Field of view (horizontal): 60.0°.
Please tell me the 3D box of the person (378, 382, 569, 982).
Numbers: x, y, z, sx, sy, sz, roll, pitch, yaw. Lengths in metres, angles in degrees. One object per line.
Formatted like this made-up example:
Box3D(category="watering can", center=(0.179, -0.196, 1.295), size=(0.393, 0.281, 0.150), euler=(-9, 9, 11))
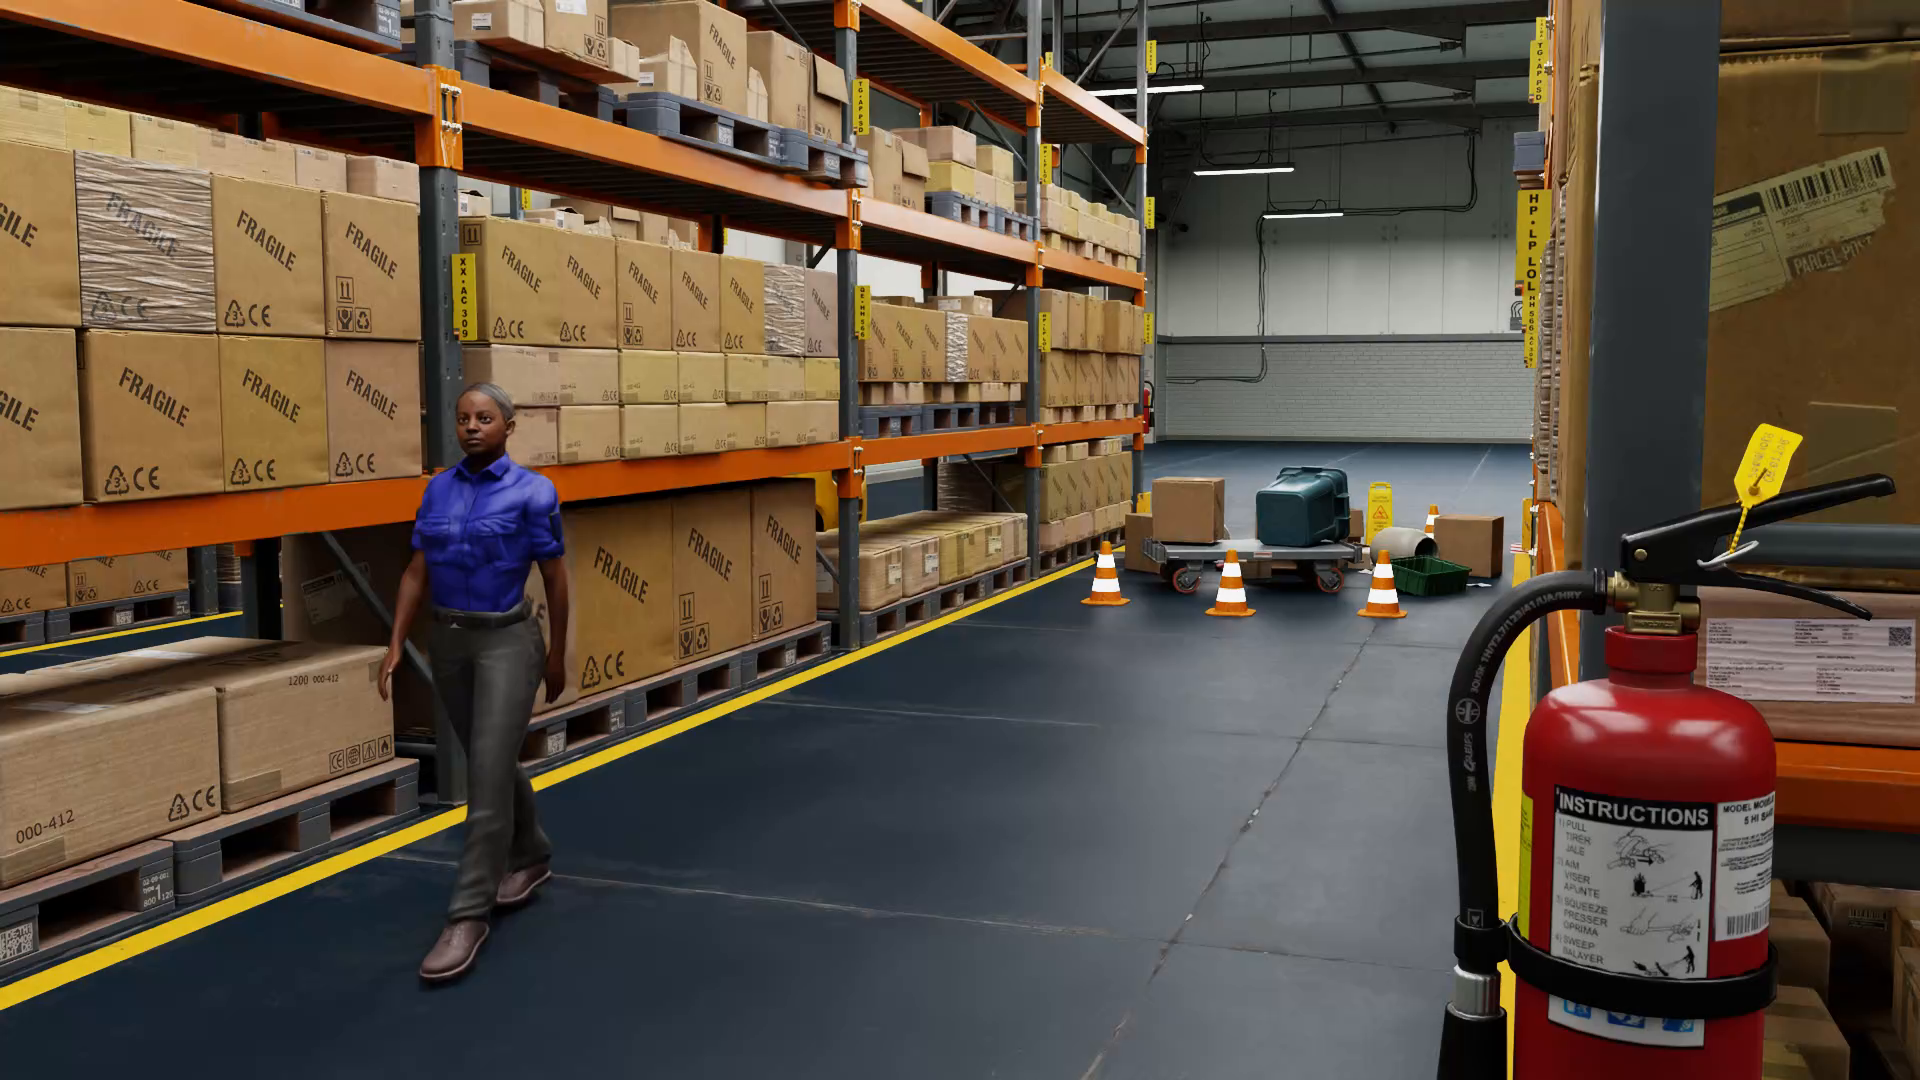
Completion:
Box3D(category="person", center=(-1.456, 0.351, 4.906), size=(0.443, 1.630, 0.865), euler=(2, 6, 18))
